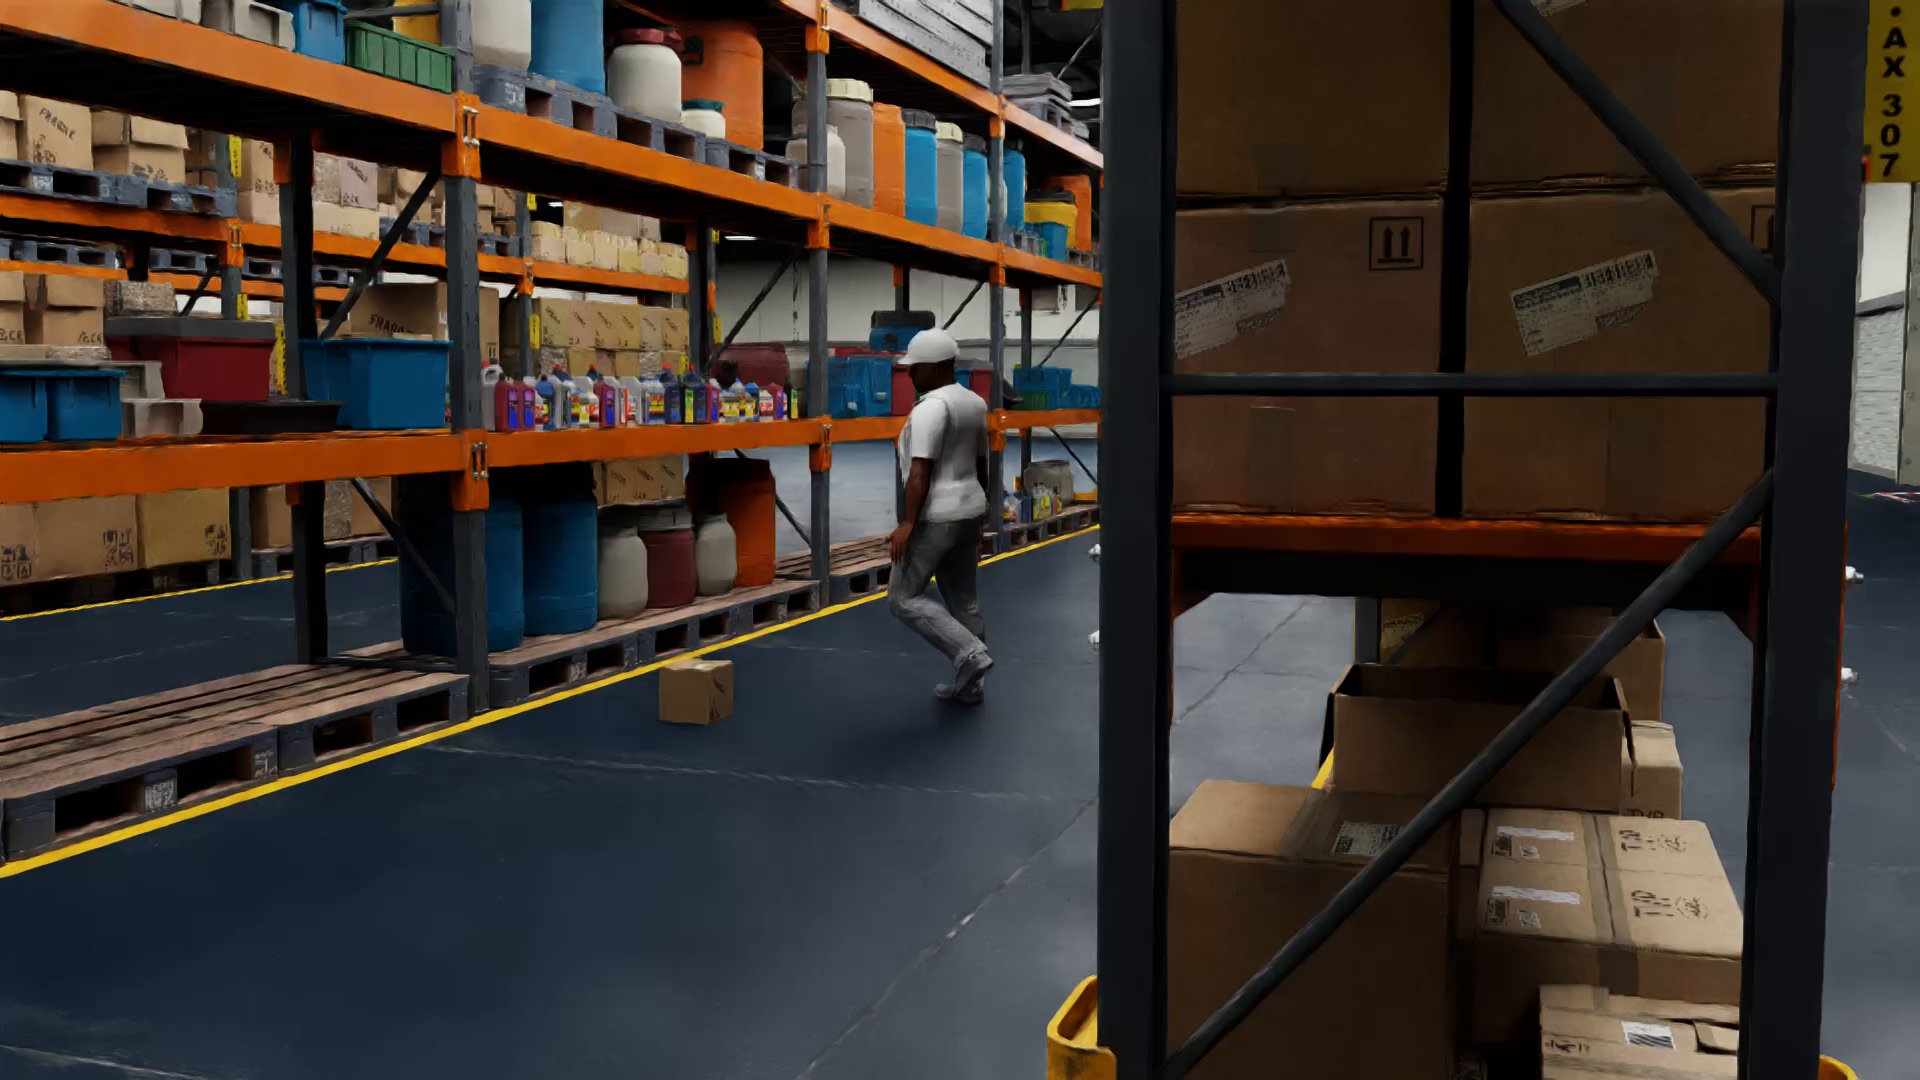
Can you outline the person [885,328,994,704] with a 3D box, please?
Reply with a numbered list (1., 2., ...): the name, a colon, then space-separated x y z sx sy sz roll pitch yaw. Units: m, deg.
1. person: -0.040 -0.090 7.652 0.507 1.759 0.650 3 6 28
